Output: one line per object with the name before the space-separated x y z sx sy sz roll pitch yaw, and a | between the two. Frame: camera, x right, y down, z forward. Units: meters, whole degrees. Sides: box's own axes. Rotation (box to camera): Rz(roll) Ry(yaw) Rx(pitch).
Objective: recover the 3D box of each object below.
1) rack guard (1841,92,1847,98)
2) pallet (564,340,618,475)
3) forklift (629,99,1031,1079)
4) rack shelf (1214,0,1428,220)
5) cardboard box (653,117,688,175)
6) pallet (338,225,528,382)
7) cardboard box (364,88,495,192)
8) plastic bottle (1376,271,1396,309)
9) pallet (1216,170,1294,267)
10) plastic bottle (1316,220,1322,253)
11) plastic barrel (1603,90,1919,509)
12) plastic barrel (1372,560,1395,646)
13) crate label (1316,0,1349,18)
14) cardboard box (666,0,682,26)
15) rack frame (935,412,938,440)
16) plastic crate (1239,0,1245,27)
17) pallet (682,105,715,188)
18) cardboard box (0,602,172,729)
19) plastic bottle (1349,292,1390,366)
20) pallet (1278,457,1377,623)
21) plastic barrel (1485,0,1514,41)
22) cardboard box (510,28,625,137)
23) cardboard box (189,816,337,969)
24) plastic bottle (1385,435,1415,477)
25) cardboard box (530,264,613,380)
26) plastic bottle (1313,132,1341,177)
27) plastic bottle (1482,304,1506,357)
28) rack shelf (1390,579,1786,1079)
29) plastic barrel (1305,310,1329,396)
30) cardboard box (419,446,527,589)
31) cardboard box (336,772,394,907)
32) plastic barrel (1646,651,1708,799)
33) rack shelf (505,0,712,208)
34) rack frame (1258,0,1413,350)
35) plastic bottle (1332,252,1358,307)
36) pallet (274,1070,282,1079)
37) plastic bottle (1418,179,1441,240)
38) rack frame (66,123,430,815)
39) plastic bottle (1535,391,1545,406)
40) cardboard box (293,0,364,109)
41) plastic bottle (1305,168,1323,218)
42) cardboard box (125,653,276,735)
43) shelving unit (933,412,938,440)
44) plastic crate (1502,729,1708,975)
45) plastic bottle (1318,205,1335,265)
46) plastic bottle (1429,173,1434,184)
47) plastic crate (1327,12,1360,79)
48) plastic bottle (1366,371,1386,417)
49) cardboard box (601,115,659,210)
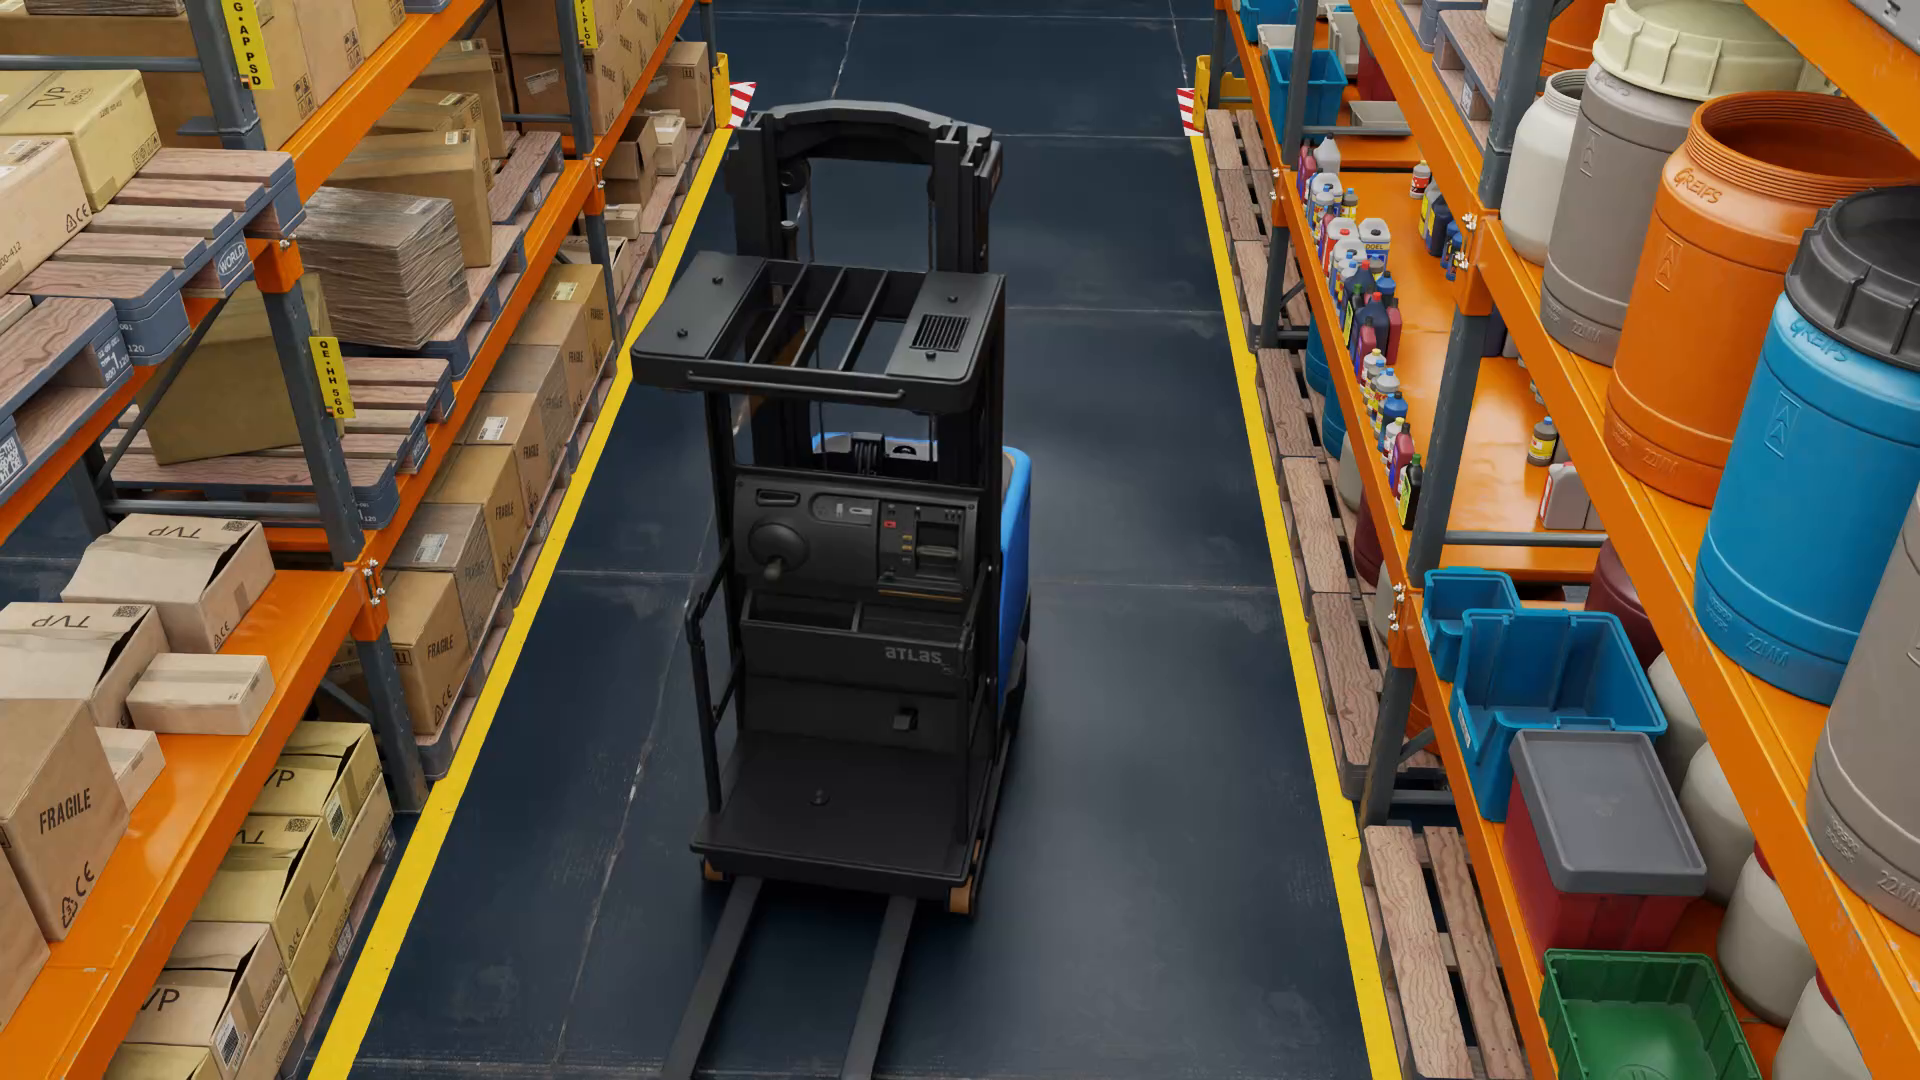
rack guard | 7.441 -3.467 13.194 1.175 0.500 0.348 1 35 2
pallet | -2.614 -0.800 9.650 1.003 0.211 1.213 1 35 2
forklift | -0.431 0.054 6.070 1.130 2.935 3.031 6 36 8
rack shelf | 2.411 -3.147 11.190 1.077 0.370 4.000 1 35 2
cardboard box | -2.302 -2.899 12.220 0.500 0.250 0.500 1 35 2
pallet | -2.706 -1.150 7.890 1.003 0.211 1.213 1 35 2
cardboard box | -2.825 -1.958 8.421 0.700 0.500 0.500 7 36 9
plastic bottle | 1.989 -1.136 7.815 0.097 0.271 0.097 0 35 0
pallet | 2.368 -2.277 11.753 1.003 0.211 1.213 1 35 2
plastic bottle | 1.877 -1.566 8.488 0.097 0.201 0.097 0 35 0
plastic barrel | 1.894 -0.554 3.894 0.600 0.830 0.708 1 35 2
plastic barrel | 2.106 0.244 7.538 0.421 0.512 0.421 0 35 0
crate label | 2.627 -3.708 11.540 0.396 0.136 0.243 1 35 2
cardboard box | -2.247 -3.900 11.549 0.500 0.500 0.500 2 35 2
rack frame | -0.004 -0.430 8.264 0.240 1.200 0.006 1 35 2
plastic crate | 2.099 -3.656 11.382 0.416 0.233 0.300 1 35 2
pallet | -2.492 -3.064 12.872 1.003 0.211 1.213 1 35 2
cardboard box | -3.009 0.435 5.545 0.500 0.311 0.500 1 35 1
plastic bottle | 1.854 -0.963 7.501 0.144 0.351 0.185 1 35 2
pallet | 2.212 -0.006 8.521 1.003 0.211 1.213 1 35 2
plastic barrel | 2.067 -1.956 6.016 0.301 0.262 0.301 0 35 0
cardboard box | -2.326 -2.736 9.893 0.500 0.500 0.500 2 35 3
cardboard box | -2.569 1.218 5.892 0.500 0.311 0.500 1 35 1
plastic bottle | 1.792 -0.354 6.763 0.097 0.201 0.097 0 35 0
cardboard box | -2.352 -1.276 9.694 0.500 0.500 0.500 1 35 2
plastic bottle | 1.991 -2.054 9.053 0.144 0.351 0.185 1 35 2
plastic bottle | 2.419 -1.030 7.595 0.144 0.351 0.185 1 35 2
rack shelf | 2.090 1.449 4.650 1.077 0.370 4.000 1 35 2
plastic barrel | 2.292 -1.293 9.387 0.600 0.901 0.708 1 35 2
cardboard box | -2.435 -0.112 8.037 0.500 0.500 0.500 1 35 1
cardboard box | -2.557 1.150 6.476 0.500 0.250 0.500 2 35 3
plastic barrel | 2.342 0.556 5.198 0.421 0.512 0.421 0 35 0
rack shelf | -2.538 -3.263 11.356 1.077 0.370 4.000 1 35 2
rack frame | 2.331 -2.292 9.349 1.000 3.000 0.127 1 35 2
plastic bottle | 1.853 -1.251 7.979 0.097 0.271 0.097 0 35 0
pallet | -2.903 2.201 5.380 1.003 0.211 1.213 1 35 2
plastic bottle | 2.477 -1.740 8.605 0.144 0.351 0.185 1 35 2
rack frame | -2.779 -0.111 6.244 1.000 3.000 0.127 1 35 2
plastic bottle | 2.575 -0.724 7.229 0.097 0.271 0.097 0 35 0
cardboard box | -2.775 -1.923 6.128 0.910 0.500 0.500 1 35 2
plastic bottle | 1.894 -1.839 8.816 0.097 0.271 0.097 0 35 0
cardboard box | -2.539 0.515 5.572 0.380 0.149 0.250 1 35 2
shelving unit | -0.001 -0.483 8.339 0.258 1.200 0.189 1 35 2
plastic crate | 1.799 0.901 4.749 0.402 0.464 0.583 1 35 2
plastic bottle | 1.854 -1.533 8.370 0.061 0.283 0.133 1 35 2
plastic bottle | 2.638 -2.008 9.051 0.152 0.276 0.135 1 35 2
plastic crate | 2.576 -3.141 10.608 0.437 0.282 0.530 1 35 2
plastic bottle | 1.812 -0.633 7.161 0.097 0.201 0.097 0 35 0
cardboard box | -2.548 -2.647 11.642 0.797 0.503 0.637 1 35 2
